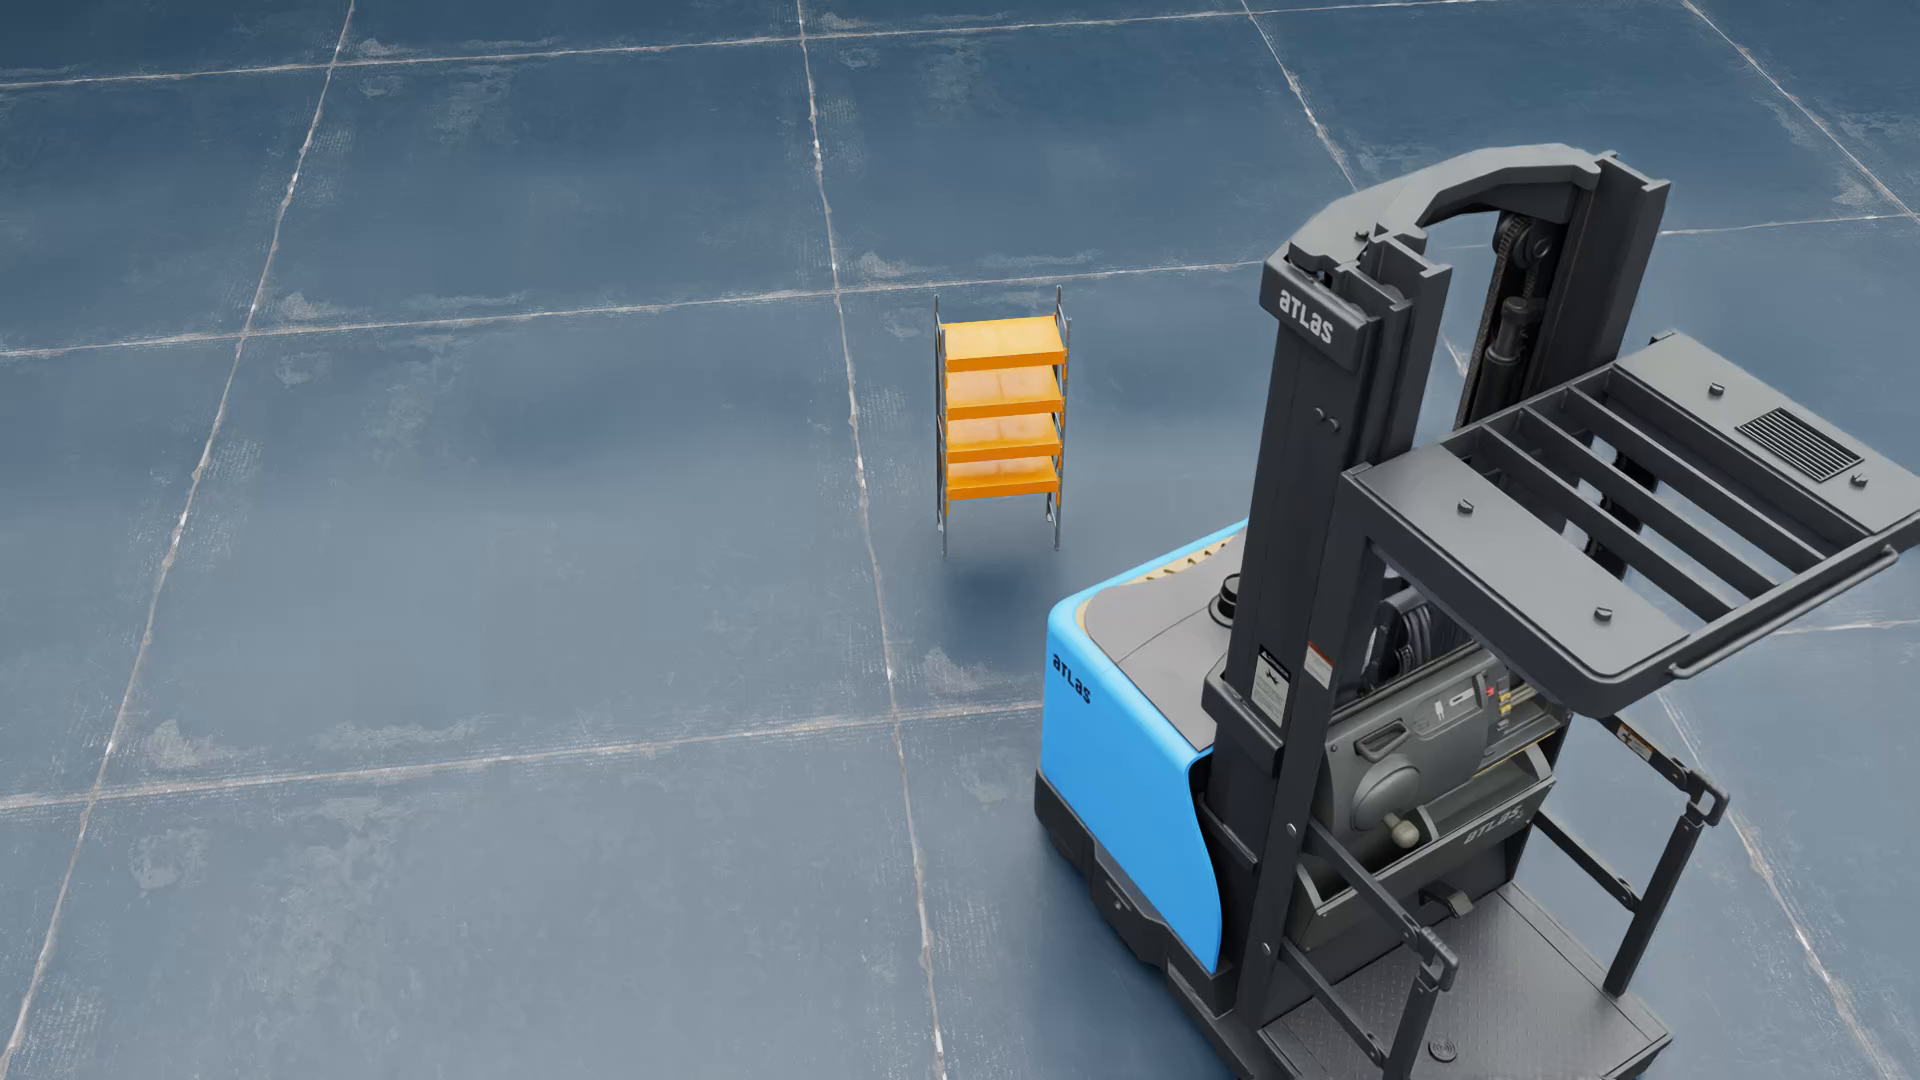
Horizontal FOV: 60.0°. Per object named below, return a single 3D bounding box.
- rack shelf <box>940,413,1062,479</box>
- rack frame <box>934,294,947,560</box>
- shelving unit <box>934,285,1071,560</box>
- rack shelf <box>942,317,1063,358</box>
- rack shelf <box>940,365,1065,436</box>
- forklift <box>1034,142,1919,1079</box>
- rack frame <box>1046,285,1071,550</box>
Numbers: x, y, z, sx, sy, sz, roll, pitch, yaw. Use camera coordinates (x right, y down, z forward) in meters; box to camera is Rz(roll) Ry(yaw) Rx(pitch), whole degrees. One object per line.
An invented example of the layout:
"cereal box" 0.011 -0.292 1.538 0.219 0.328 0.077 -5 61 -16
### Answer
"rack shelf" 0.164 -0.410 6.909 0.480 0.148 0.258 -5 42 -6
"rack frame" -0.078 -0.439 6.841 0.015 1.200 0.240 -5 42 -6
"shelving unit" 0.164 -0.460 6.864 0.503 1.200 0.258 -5 42 -6
"rack shelf" 0.164 -0.781 6.575 0.457 0.050 0.221 -5 42 -6
"rack shelf" 0.164 -0.576 6.759 0.480 0.148 0.258 -5 42 -6
"forklift" 1.469 0.597 4.399 1.130 2.935 3.031 -22 47 -23
"rack frame" 0.406 -0.481 6.888 0.015 1.200 0.240 -5 42 -6
